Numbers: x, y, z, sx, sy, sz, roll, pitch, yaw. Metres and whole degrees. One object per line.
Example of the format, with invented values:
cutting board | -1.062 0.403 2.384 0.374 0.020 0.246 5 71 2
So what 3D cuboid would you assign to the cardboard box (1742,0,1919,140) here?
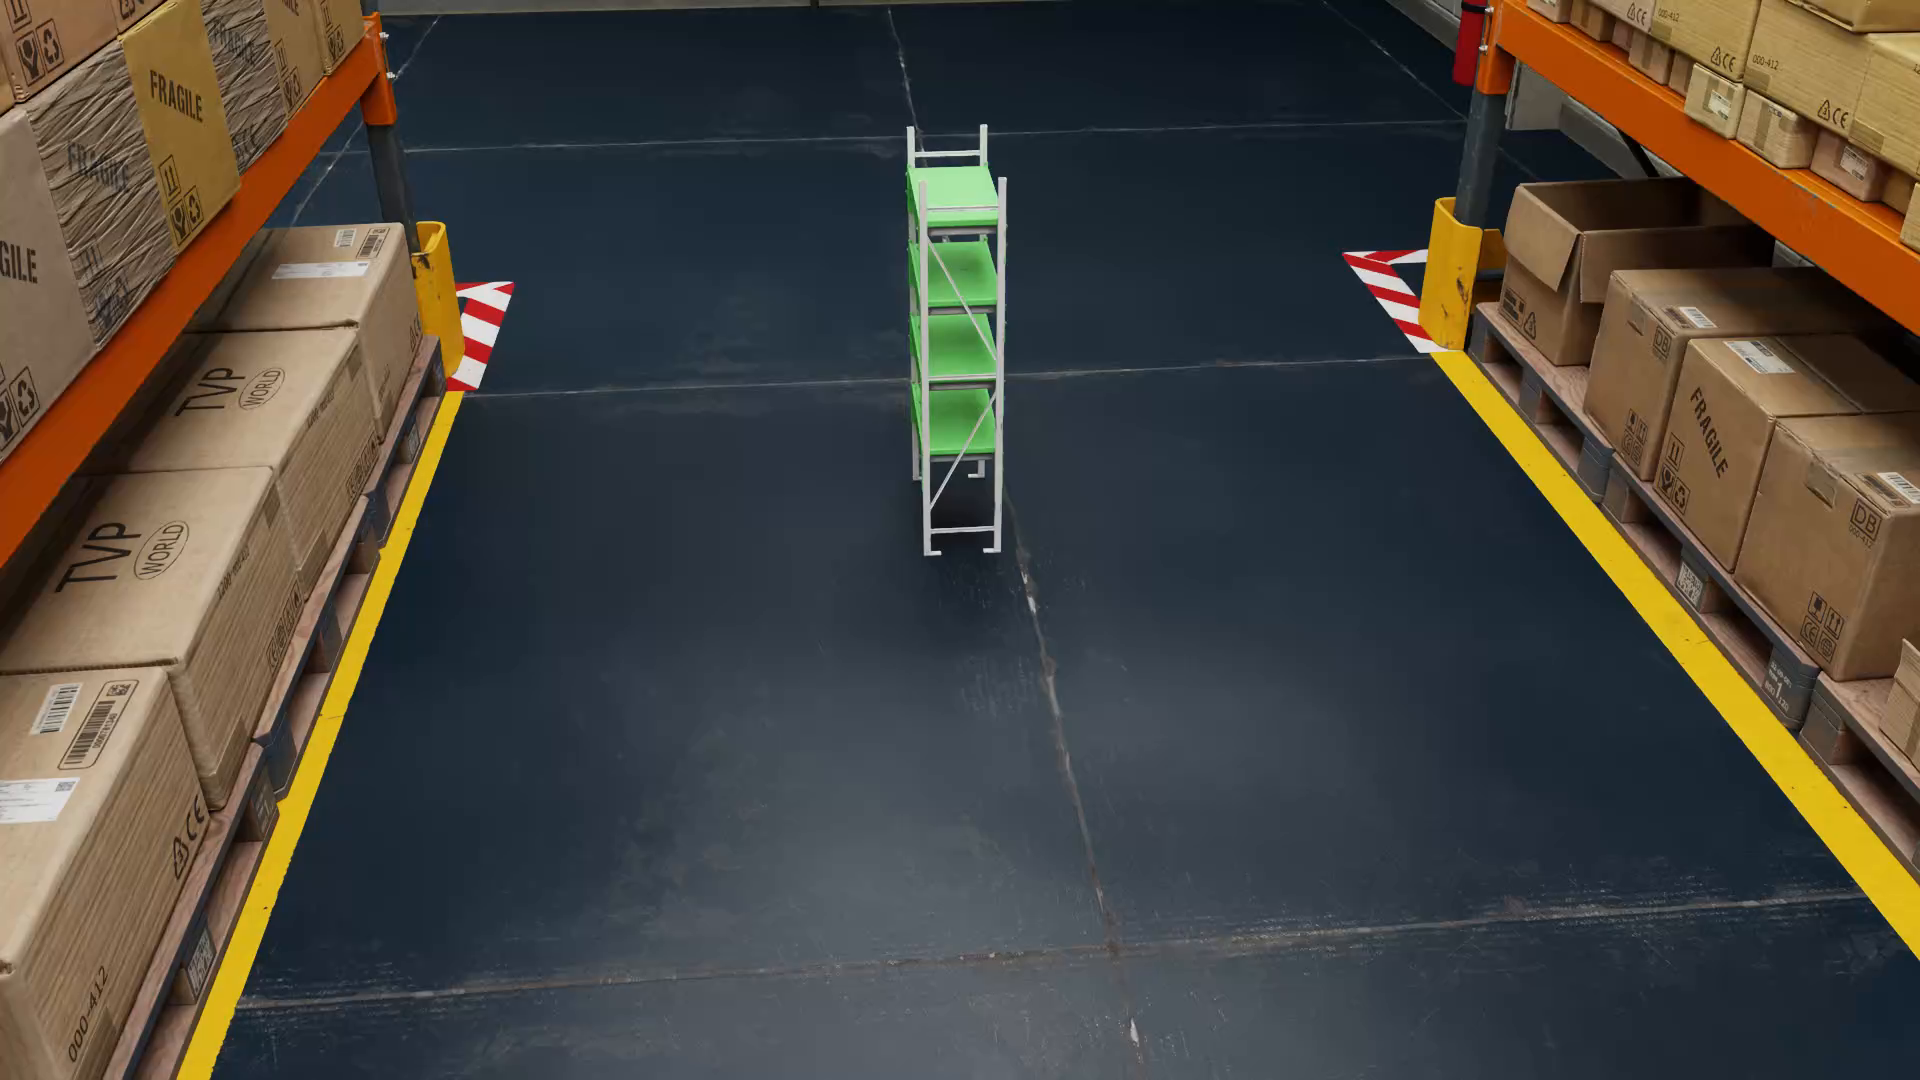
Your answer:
cardboard box | 2.379 -1.222 4.226 0.500 0.250 0.500 -4 31 -6

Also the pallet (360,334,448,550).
pallet | -2.351 -0.337 5.609 1.003 0.211 1.213 -3 31 -5

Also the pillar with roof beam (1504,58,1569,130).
pillar with roof beam | -1.203 -5.968 6.466 9.100 9.000 0.400 -3 31 -5

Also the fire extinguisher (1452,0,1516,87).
fire extinguisher | 1.964 -2.039 6.177 0.296 0.674 0.183 -3 31 -5

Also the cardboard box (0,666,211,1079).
cardboard box | -2.082 0.697 3.247 0.875 0.438 0.875 -3 31 -5

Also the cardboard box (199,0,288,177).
cardboard box | -2.106 -1.229 4.286 0.500 0.500 0.500 -2 31 -3

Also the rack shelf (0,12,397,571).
rack shelf | -2.317 -0.609 4.046 1.077 0.370 4.000 -3 31 -5

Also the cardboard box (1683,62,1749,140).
cardboard box | 2.266 -1.230 4.629 0.380 0.149 0.250 -4 31 -6

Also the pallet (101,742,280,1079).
pallet | -2.123 0.908 3.524 1.003 0.211 1.213 -3 31 -5

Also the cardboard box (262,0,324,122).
cardboard box | -2.163 -1.492 4.724 0.500 0.500 0.500 -3 31 -6

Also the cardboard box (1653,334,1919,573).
cardboard box | 2.392 -0.256 4.782 0.500 0.500 0.500 -2 31 -4

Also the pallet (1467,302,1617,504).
pallet | 2.520 -0.536 5.941 1.003 0.211 1.213 -3 31 -5

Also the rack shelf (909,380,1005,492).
rack shelf | -0.015 -0.339 5.240 0.258 0.148 0.480 -3 31 -5

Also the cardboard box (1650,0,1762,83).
cardboard box | 2.310 -1.482 4.662 0.500 0.250 0.500 -3 31 -6

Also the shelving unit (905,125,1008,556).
shelving unit | -0.015 -0.600 5.084 0.258 1.200 0.503 -3 31 -5

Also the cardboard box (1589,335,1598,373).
cardboard box | 2.402 -0.600 5.699 0.380 0.149 0.250 -4 31 -7

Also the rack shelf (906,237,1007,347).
rack shelf | -0.016 -0.751 4.994 0.258 0.148 0.480 -3 31 -5

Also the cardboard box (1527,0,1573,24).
cardboard box | 2.195 -1.890 5.734 0.380 0.149 0.250 -3 31 -5

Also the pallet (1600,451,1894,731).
pallet | 2.631 0.086 4.901 1.003 0.211 1.213 -3 31 -5

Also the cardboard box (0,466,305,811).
cardboard box | -2.166 0.240 4.012 0.875 0.438 0.875 -4 31 -6

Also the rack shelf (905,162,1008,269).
rack shelf | -0.016 -0.957 4.870 0.258 0.148 0.480 -3 31 -5

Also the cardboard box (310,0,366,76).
cardboard box | -2.195 -1.748 5.155 0.500 0.500 0.500 -3 31 -4

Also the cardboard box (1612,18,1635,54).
cardboard box | 2.324 -1.630 5.299 0.380 0.149 0.250 -3 31 -5

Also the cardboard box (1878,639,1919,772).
cardboard box | 2.434 0.404 3.905 0.396 0.266 0.258 -2 31 -3

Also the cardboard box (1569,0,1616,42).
cardboard box | 2.265 -1.762 5.520 0.380 0.149 0.250 -2 31 -3

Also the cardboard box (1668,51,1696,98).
cardboard box | 2.317 -1.363 4.851 0.380 0.149 0.250 -2 31 -4

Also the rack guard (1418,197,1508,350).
rack guard | 2.445 -1.067 6.549 1.175 0.500 0.348 -3 31 -5

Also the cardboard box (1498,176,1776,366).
cardboard box | 2.401 -0.971 5.975 0.797 0.503 0.637 -4 31 -7

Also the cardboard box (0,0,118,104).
cardboard box | -2.011 -1.144 3.168 0.500 0.500 0.500 -2 31 -4

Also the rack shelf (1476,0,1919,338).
rack shelf | 2.625 -0.849 4.448 1.077 0.370 4.000 -3 31 -5

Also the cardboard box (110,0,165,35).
cardboard box | -2.056 -1.402 3.599 0.500 0.500 0.500 -3 31 -5

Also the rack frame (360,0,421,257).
rack frame | -2.504 -1.939 5.571 1.000 3.000 0.127 -3 31 -5

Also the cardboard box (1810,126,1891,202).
cardboard box | 2.404 -0.968 4.191 0.380 0.149 0.250 -3 31 -5

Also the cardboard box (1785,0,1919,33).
cardboard box | 2.352 -1.554 4.051 0.500 0.500 0.500 -2 31 -3

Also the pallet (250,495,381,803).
pallet | -2.240 0.284 4.569 1.003 0.211 1.213 -3 31 -5

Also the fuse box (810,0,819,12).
fuse box | -0.949 -4.290 10.763 0.539 1.711 0.414 -3 31 -5

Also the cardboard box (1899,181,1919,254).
cardboard box | 2.387 -0.707 3.754 0.380 0.149 0.250 -3 31 -5

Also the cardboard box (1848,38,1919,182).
cardboard box | 2.426 -0.959 3.786 0.500 0.250 0.500 -3 31 -5

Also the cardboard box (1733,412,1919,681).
cardboard box | 2.539 -0.001 4.354 0.700 0.500 0.500 -4 31 -6

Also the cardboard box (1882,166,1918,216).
cardboard box | 2.474 -0.844 3.983 0.380 0.149 0.250 -2 31 -4

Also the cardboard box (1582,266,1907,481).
cardboard box | 2.442 -0.531 5.242 0.700 0.500 0.500 -2 31 -3

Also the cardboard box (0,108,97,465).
cardboard box | -1.956 -0.449 2.979 0.500 0.500 0.500 -3 31 -4

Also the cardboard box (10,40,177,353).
cardboard box | -1.996 -0.703 3.405 0.500 0.500 0.500 -3 31 -4

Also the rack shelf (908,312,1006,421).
rack shelf | -0.015 -0.545 5.117 0.258 0.148 0.480 -3 31 -5

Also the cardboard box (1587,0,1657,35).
cardboard box | 2.259 -1.740 5.095 0.500 0.250 0.500 -2 31 -4

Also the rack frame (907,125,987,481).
rack frame | -0.038 -0.724 5.292 0.240 1.200 0.015 -3 31 -5

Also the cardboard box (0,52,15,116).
cardboard box | -1.974 -0.882 2.729 0.500 0.500 0.500 -3 31 -5

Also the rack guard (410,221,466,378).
rack guard | -2.506 -0.878 6.233 1.175 0.500 0.348 -3 31 -5

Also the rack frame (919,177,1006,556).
rack frame | 0.007 -0.475 4.875 0.240 1.200 0.015 -3 31 -5

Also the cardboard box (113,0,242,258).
cardboard box | -2.044 -0.966 3.845 0.500 0.500 0.500 -2 31 -3

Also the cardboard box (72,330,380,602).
cardboard box | -2.249 -0.220 4.783 0.875 0.438 0.875 -2 31 -3

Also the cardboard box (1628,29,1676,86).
cardboard box | 2.287 -1.498 5.078 0.380 0.149 0.250 -2 31 -3

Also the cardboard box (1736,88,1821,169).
cardboard box | 2.311 -1.096 4.406 0.380 0.149 0.250 -2 31 -3

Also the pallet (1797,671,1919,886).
pallet | 2.748 0.710 3.856 1.003 0.211 1.213 -3 31 -5

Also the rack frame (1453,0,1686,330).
rack frame | 2.438 -2.179 5.973 1.000 3.000 0.127 -3 31 -5

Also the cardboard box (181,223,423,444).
cardboard box | -2.343 -0.687 5.565 0.875 0.438 0.875 -4 31 -6
